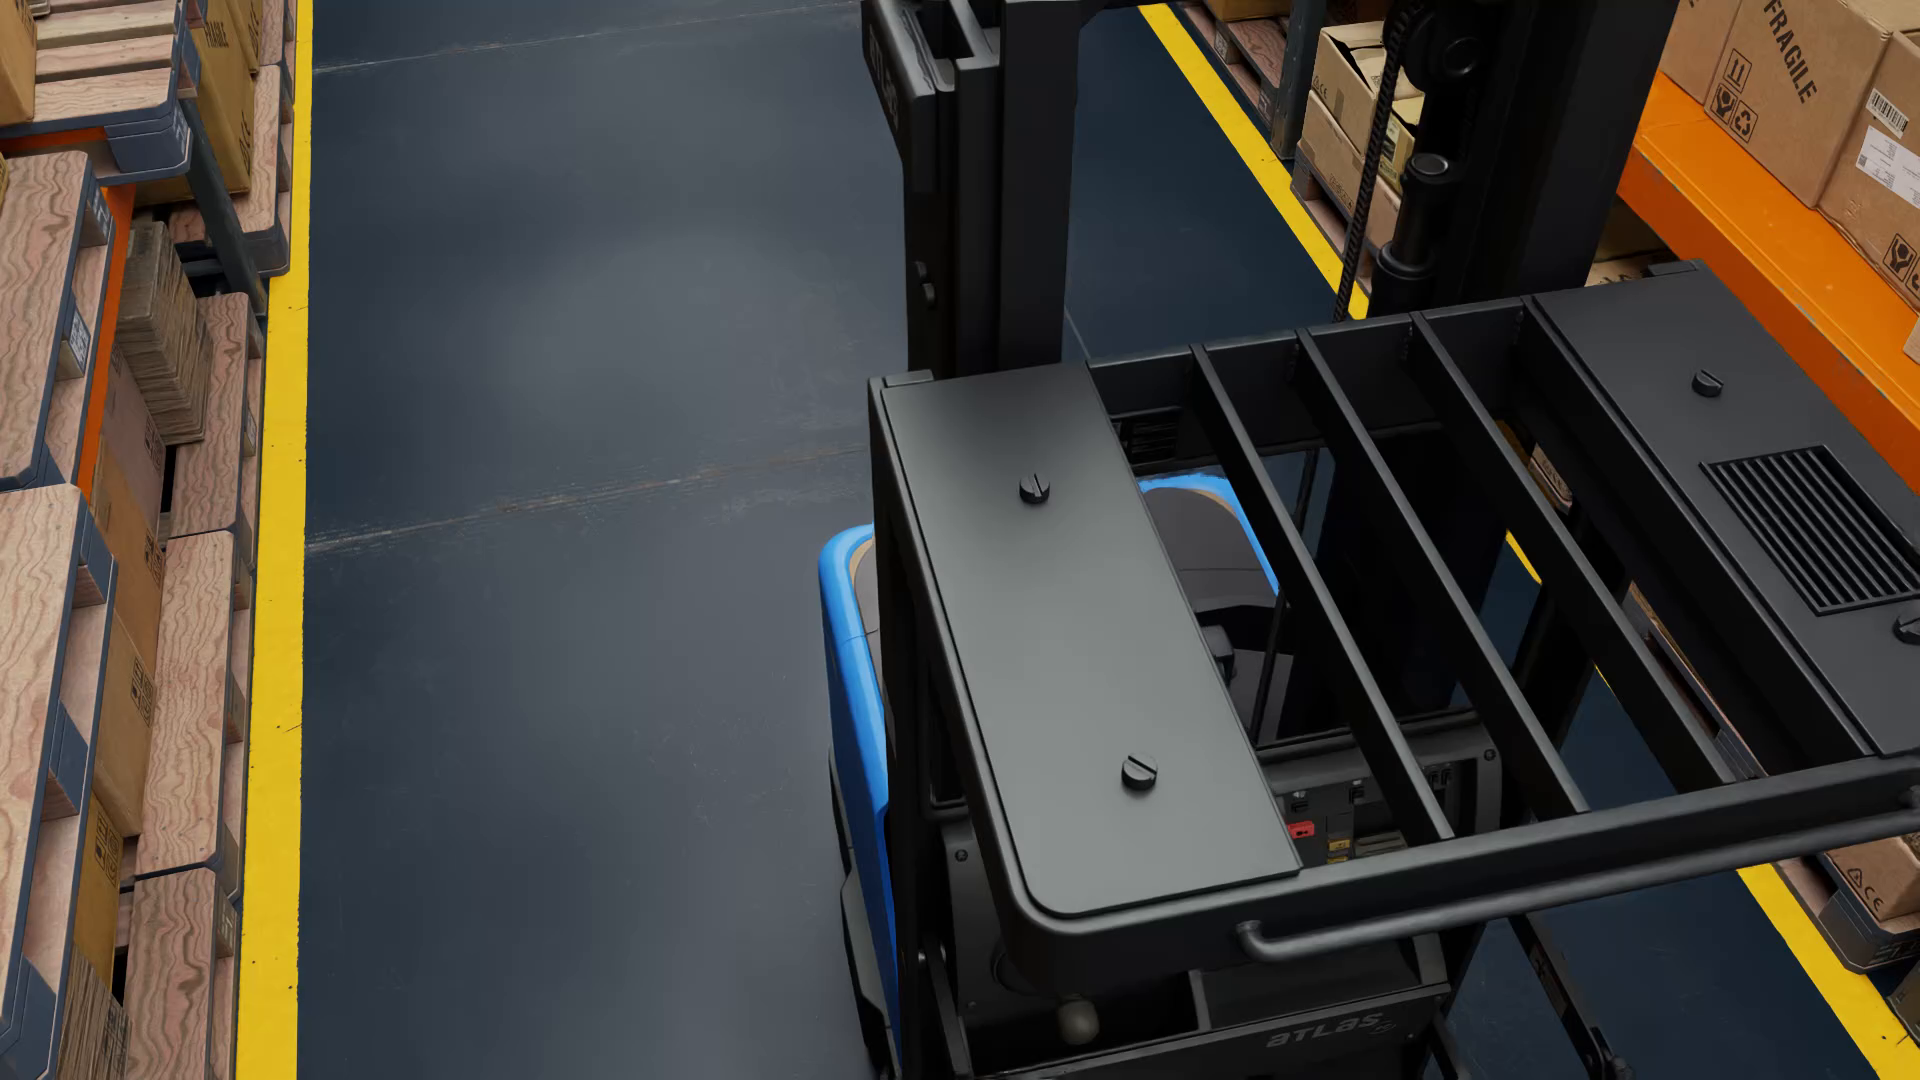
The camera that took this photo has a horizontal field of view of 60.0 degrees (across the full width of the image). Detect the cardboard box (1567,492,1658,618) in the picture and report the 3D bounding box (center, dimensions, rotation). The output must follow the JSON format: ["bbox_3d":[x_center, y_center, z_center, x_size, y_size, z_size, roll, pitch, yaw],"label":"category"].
[{"bbox_3d":[2.149,-0.076,4.855,0.500,0.250,0.500,-10,46,-9],"label":"cardboard box"}]

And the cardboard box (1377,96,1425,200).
[{"bbox_3d":[1.763,-1.321,5.683,0.500,0.311,0.500,-12,47,-11],"label":"cardboard box"}]

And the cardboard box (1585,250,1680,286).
[{"bbox_3d":[2.024,-0.614,4.990,0.500,0.311,0.500,-11,47,-11],"label":"cardboard box"}]

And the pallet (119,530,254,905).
[{"bbox_3d":[-2.510,0.548,4.565,1.003,0.211,1.213,-11,47,-10],"label":"pallet"}]

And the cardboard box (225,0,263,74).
[{"bbox_3d":[-3.297,-2.341,6.655,0.750,0.750,0.750,-11,47,-11],"label":"cardboard box"}]

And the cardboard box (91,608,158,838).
[{"bbox_3d":[-2.470,0.462,4.139,0.700,0.500,0.500,-10,46,-10],"label":"cardboard box"}]

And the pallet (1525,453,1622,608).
[{"bbox_3d":[2.252,-0.324,5.420,1.003,0.211,1.213,-11,47,-10],"label":"pallet"}]

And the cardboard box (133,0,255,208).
[{"bbox_3d":[-3.078,-1.735,6.061,0.750,0.750,0.750,-11,47,-11],"label":"cardboard box"}]

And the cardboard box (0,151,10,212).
[{"bbox_3d":[-2.547,-0.819,3.574,0.700,0.500,0.500,-11,47,-10],"label":"cardboard box"}]

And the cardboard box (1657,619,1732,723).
[{"bbox_3d":[2.280,0.278,4.509,0.500,0.250,0.500,-11,47,-11],"label":"cardboard box"}]

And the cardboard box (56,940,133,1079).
[{"bbox_3d":[-2.198,1.169,3.446,0.700,0.500,0.500,-9,46,-9],"label":"cardboard box"}]

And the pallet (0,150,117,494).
[{"bbox_3d":[-2.471,-0.382,3.658,1.003,0.211,1.213,-11,47,-10],"label":"pallet"}]

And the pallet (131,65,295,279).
[{"bbox_3d":[-3.146,-1.390,6.465,1.003,0.211,1.213,-11,47,-10],"label":"pallet"}]

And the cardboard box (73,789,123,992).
[{"bbox_3d":[-2.378,0.822,3.787,0.700,0.500,0.500,-12,47,-11],"label":"cardboard box"}]

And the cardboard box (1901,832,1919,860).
[{"bbox_3d":[2.414,0.437,3.960,0.500,0.311,0.500,-11,47,-10],"label":"cardboard box"}]

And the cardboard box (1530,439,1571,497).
[{"bbox_3d":[2.020,-0.427,5.200,0.500,0.250,0.500,-10,46,-10],"label":"cardboard box"}]

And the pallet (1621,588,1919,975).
[{"bbox_3d":[2.568,0.519,4.593,1.003,0.211,1.213,-11,47,-10],"label":"pallet"}]

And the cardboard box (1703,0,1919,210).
[{"bbox_3d":[2.351,-1.233,4.288,0.500,0.500,0.500,-11,47,-10],"label":"cardboard box"}]

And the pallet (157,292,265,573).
[{"bbox_3d":[-2.818,-0.293,5.389,1.003,0.211,1.213,-11,47,-10],"label":"pallet"}]

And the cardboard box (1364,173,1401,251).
[{"bbox_3d":[1.750,-1.139,5.897,0.500,0.250,0.500,-12,47,-11],"label":"cardboard box"}]

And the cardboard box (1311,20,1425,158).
[{"bbox_3d":[1.621,-1.682,6.037,0.500,0.311,0.500,-9,46,-9],"label":"cardboard box"}]

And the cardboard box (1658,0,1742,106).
[{"bbox_3d":[2.216,-1.596,4.644,0.500,0.500,0.500,-13,47,-12],"label":"cardboard box"}]

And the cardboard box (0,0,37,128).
[{"bbox_3d":[-2.718,-1.294,4.040,0.700,0.500,0.500,-15,47,-14],"label":"cardboard box"}]

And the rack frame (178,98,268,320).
[{"bbox_3d":[-3.017,-1.808,4.922,1.000,3.000,0.127,-11,47,-10],"label":"rack frame"}]

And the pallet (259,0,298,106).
[{"bbox_3d":[-3.455,-2.231,7.289,1.003,0.211,1.213,-11,47,-10],"label":"pallet"}]

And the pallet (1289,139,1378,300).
[{"bbox_3d":[1.944,-1.165,6.244,1.003,0.211,1.213,-11,47,-10],"label":"pallet"}]

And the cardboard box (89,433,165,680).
[{"bbox_3d":[-2.608,0.115,4.479,0.700,0.500,0.500,-11,47,-11],"label":"cardboard box"}]

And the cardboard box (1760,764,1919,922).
[{"bbox_3d":[2.408,0.627,4.166,0.500,0.250,0.500,-11,47,-11],"label":"cardboard box"}]

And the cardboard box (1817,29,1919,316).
[{"bbox_3d":[2.479,-0.887,3.949,0.500,0.500,0.500,-8,46,-7],"label":"cardboard box"}]

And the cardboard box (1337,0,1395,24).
[{"bbox_3d":[1.930,-2.362,6.907,0.500,0.500,0.500,-9,46,-9],"label":"cardboard box"}]

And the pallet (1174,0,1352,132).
[{"bbox_3d":[1.616,-2.263,7.320,1.003,0.211,1.213,-11,47,-10],"label":"pallet"}]

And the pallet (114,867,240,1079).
[{"bbox_3d":[-2.194,1.392,3.738,1.003,0.211,1.213,-11,47,-10],"label":"pallet"}]

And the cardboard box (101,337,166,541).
[{"bbox_3d":[-2.763,-0.223,4.810,0.700,0.500,0.500,-11,47,-10],"label":"cardboard box"}]

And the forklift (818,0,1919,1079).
[{"bbox_3d":[0.486,0.657,2.554,1.130,2.935,3.031,-9,46,-9],"label":"forklift"}]

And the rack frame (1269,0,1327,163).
[{"bbox_3d":[1.771,-2.717,5.812,1.000,3.000,0.127,-11,47,-10],"label":"rack frame"}]

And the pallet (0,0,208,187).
[{"bbox_3d":[-2.732,-1.269,4.527,1.213,0.211,1.003,-11,47,-10],"label":"pallet"}]

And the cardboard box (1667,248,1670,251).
[{"bbox_3d":[2.409,-1.074,5.441,0.500,0.311,0.500,-11,47,-11],"label":"cardboard box"}]

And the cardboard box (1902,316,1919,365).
[{"bbox_3d":[2.392,-0.481,3.716,0.396,0.266,0.258,-12,47,-11],"label":"cardboard box"}]

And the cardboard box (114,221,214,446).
[{"bbox_3d":[-2.782,-0.600,5.180,0.700,0.500,0.500,-10,46,-10],"label":"cardboard box"}]

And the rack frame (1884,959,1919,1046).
[{"bbox_3d":[2.795,0.045,3.106,1.000,3.000,0.127,-11,47,-10],"label":"rack frame"}]

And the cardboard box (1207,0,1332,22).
[{"bbox_3d":[1.304,-2.599,7.139,0.500,0.500,0.500,-9,46,-9],"label":"cardboard box"}]

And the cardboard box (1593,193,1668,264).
[{"bbox_3d":[1.892,-0.969,5.338,0.500,0.311,0.500,-12,47,-11],"label":"cardboard box"}]

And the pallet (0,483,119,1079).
[{"bbox_3d":[-2.048,0.466,2.827,1.003,0.211,1.213,-11,47,-10],"label":"pallet"}]

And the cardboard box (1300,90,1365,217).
[{"bbox_3d":[1.621,-1.486,6.237,0.500,0.250,0.500,-11,47,-10],"label":"cardboard box"}]

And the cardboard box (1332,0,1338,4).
[{"bbox_3d":[1.791,-2.723,7.260,0.500,0.500,0.500,-12,47,-12],"label":"cardboard box"}]

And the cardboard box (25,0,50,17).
[{"bbox_3d":[-2.887,-1.675,4.413,0.700,0.500,0.500,-16,48,-15],"label":"cardboard box"}]

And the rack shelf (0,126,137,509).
[{"bbox_3d":[-2.505,-0.176,3.826,1.077,0.370,4.000,-11,47,-10],"label":"rack shelf"}]
